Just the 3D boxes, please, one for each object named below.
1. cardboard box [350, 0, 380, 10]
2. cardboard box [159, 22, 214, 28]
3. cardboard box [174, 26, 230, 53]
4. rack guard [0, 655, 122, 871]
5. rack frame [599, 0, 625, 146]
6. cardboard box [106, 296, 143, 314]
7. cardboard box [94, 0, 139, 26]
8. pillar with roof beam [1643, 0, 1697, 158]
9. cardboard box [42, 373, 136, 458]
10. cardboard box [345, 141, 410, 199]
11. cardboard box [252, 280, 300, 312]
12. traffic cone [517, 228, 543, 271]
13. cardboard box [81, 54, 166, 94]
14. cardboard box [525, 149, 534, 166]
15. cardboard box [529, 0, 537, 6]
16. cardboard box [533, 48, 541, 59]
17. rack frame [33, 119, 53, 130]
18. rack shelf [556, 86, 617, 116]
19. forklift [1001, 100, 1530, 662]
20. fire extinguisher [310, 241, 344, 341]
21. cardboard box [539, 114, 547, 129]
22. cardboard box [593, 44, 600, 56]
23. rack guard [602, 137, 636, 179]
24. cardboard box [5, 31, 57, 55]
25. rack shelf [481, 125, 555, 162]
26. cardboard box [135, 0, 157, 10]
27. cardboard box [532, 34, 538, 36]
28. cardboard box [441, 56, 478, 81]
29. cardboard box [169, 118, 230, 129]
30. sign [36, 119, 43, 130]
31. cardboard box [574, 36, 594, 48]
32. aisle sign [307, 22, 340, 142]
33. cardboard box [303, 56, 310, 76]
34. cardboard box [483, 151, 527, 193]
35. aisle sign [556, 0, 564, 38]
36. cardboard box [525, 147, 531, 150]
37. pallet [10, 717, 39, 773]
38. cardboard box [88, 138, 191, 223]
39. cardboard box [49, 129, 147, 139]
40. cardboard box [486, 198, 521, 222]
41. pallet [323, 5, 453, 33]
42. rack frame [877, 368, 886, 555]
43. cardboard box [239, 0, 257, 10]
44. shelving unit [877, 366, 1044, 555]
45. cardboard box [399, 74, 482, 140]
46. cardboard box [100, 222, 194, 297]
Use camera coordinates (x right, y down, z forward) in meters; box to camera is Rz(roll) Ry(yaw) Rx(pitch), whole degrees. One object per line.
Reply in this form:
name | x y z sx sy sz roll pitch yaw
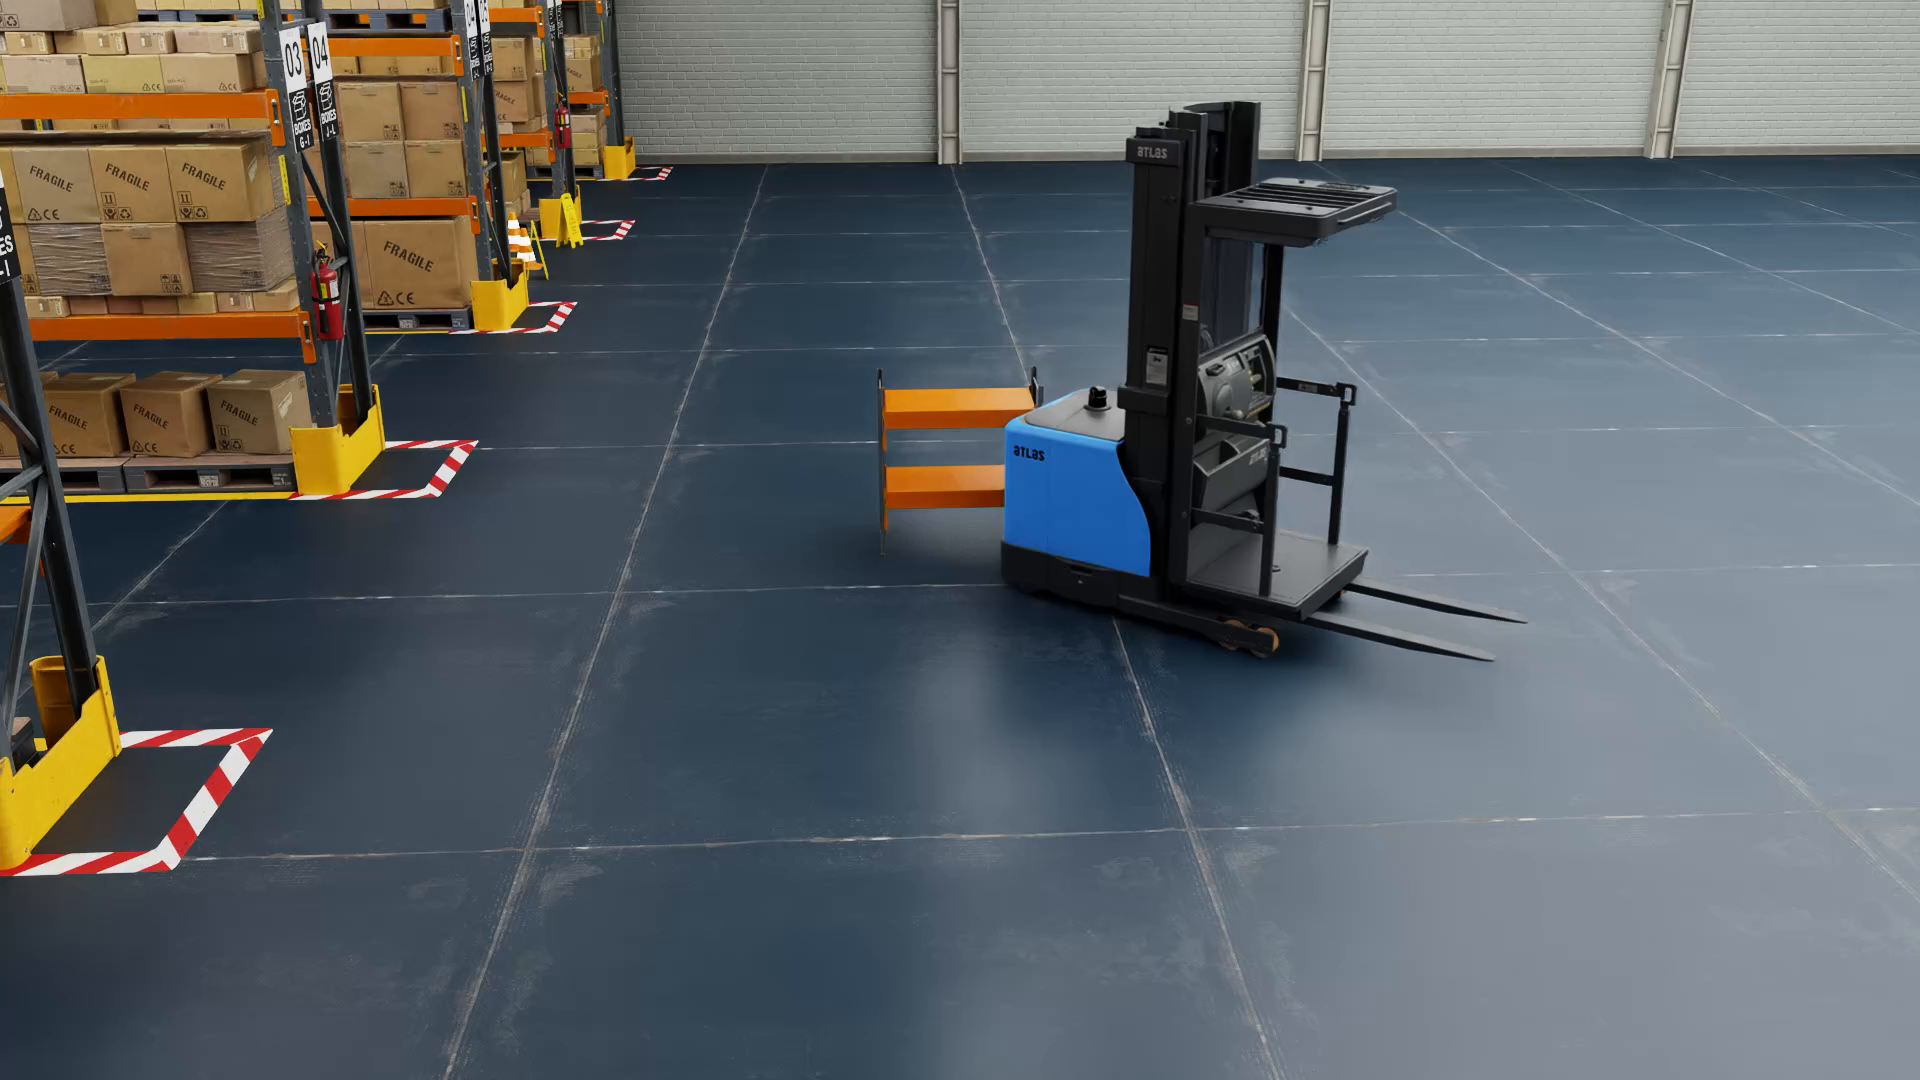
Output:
cardboard box | -5.562 -5.087 15.673 0.250 0.149 0.380 -1 21 -2
cardboard box | -5.357 -3.508 11.553 0.250 0.149 0.380 -2 21 -4
cardboard box | -5.086 -3.371 11.194 0.250 0.149 0.380 -2 21 -5
rack guard | -4.350 1.013 7.757 0.348 0.500 1.175 -1 21 -3
rack frame | -5.412 -7.216 25.859 0.127 3.000 1.000 -1 21 -3
cardboard box | -5.831 -1.718 11.771 0.250 0.149 0.380 -1 21 -3
cardboard box | -6.057 -3.820 11.461 0.500 0.500 0.500 -1 21 -3
pillar with roof beam | 12.058 -9.162 22.539 0.400 9.000 9.100 -1 21 -3
cardboard box | -6.405 -0.924 12.255 0.500 0.500 0.500 1 21 2
cardboard box | -5.657 -3.724 16.477 0.550 0.550 0.875 -1 21 -3
cardboard box | -4.832 -1.736 11.819 0.250 0.149 0.380 -1 21 -3
traffic cone | -5.078 -3.413 19.436 0.334 0.463 0.336 -1 21 -3
cardboard box | -5.525 -3.153 11.183 0.500 0.250 0.500 -1 21 -3
cardboard box | -6.860 -5.992 25.918 0.500 0.250 0.500 -1 21 -2
cardboard box | -5.475 -6.846 21.024 0.250 0.149 0.380 -1 21 -3
cardboard box | -6.507 -7.459 25.445 0.250 0.149 0.380 -1 21 -3
rack frame | -8.735 -3.616 16.402 0.127 3.000 1.000 -1 21 -3
rack shelf | -7.409 -6.839 25.881 4.000 0.370 1.077 -1 21 -3
forklift | 1.761 -0.922 9.424 3.031 2.935 1.130 14 25 32
fire extinguisher | -4.419 -1.735 11.572 0.183 0.674 0.296 -1 21 -3
cardboard box | -5.476 -5.402 21.448 0.250 0.149 0.380 -1 21 -3
cardboard box | -5.766 -7.651 25.950 0.250 0.149 0.380 -2 21 -4
rack guard | -5.388 -6.049 26.305 0.348 0.500 1.175 -1 21 -3
cardboard box | -6.118 -3.311 11.035 0.250 0.149 0.380 -2 21 -6
rack shelf | -7.122 -5.076 21.250 4.000 0.370 1.077 -1 21 -3
cardboard box | -7.595 -5.045 15.563 0.250 0.149 0.380 -1 21 -4
cardboard box | -6.534 -7.771 25.846 0.250 0.149 0.380 -1 21 -3
cardboard box | -6.128 -6.011 20.729 0.500 0.500 0.700 -1 21 -3
cardboard box | -7.275 -4.200 16.209 0.550 0.550 0.875 -1 21 -3
sign | -8.695 -3.927 15.704 0.005 0.325 0.100 -1 21 -3
cardboard box | -5.758 -7.623 25.457 0.250 0.149 0.380 -1 21 -3
aisle sign | -4.515 -3.256 11.803 0.004 0.787 0.394 -1 21 -3
cardboard box | -8.156 -5.959 20.594 0.500 0.500 0.700 -1 21 -3
cardboard box | -5.970 -4.796 21.723 0.500 0.500 0.500 -2 21 -5
aisle sign | -5.081 -6.779 21.058 0.004 0.787 0.394 -1 21 -3
cardboard box | -6.896 -6.216 25.803 0.500 0.250 0.500 -2 21 -4
pallet | -5.161 1.163 7.770 1.213 0.211 1.003 -1 21 -3
cardboard box | -5.593 -2.475 11.441 0.500 0.500 0.500 -1 21 -3
cardboard box | -6.123 -2.653 11.910 0.500 0.500 0.500 -1 21 -3
cardboard box | -5.941 -4.252 21.347 0.500 0.250 0.500 -1 21 -3
pallet | -5.482 -5.038 16.048 1.213 0.211 1.003 -1 21 -3
rack frame | -0.514 -0.515 10.893 0.032 1.125 0.500 -1 21 -3
cardboard box | -6.577 -5.066 15.619 0.250 0.149 0.380 -1 21 -2
shelving unit | -0.007 -0.526 10.920 1.048 1.125 0.538 -1 21 -3
cardboard box | -5.114 -4.278 16.413 0.550 0.550 0.875 -1 21 -3
cardboard box | -5.603 -2.064 11.769 0.500 0.500 0.875 -1 21 -3
